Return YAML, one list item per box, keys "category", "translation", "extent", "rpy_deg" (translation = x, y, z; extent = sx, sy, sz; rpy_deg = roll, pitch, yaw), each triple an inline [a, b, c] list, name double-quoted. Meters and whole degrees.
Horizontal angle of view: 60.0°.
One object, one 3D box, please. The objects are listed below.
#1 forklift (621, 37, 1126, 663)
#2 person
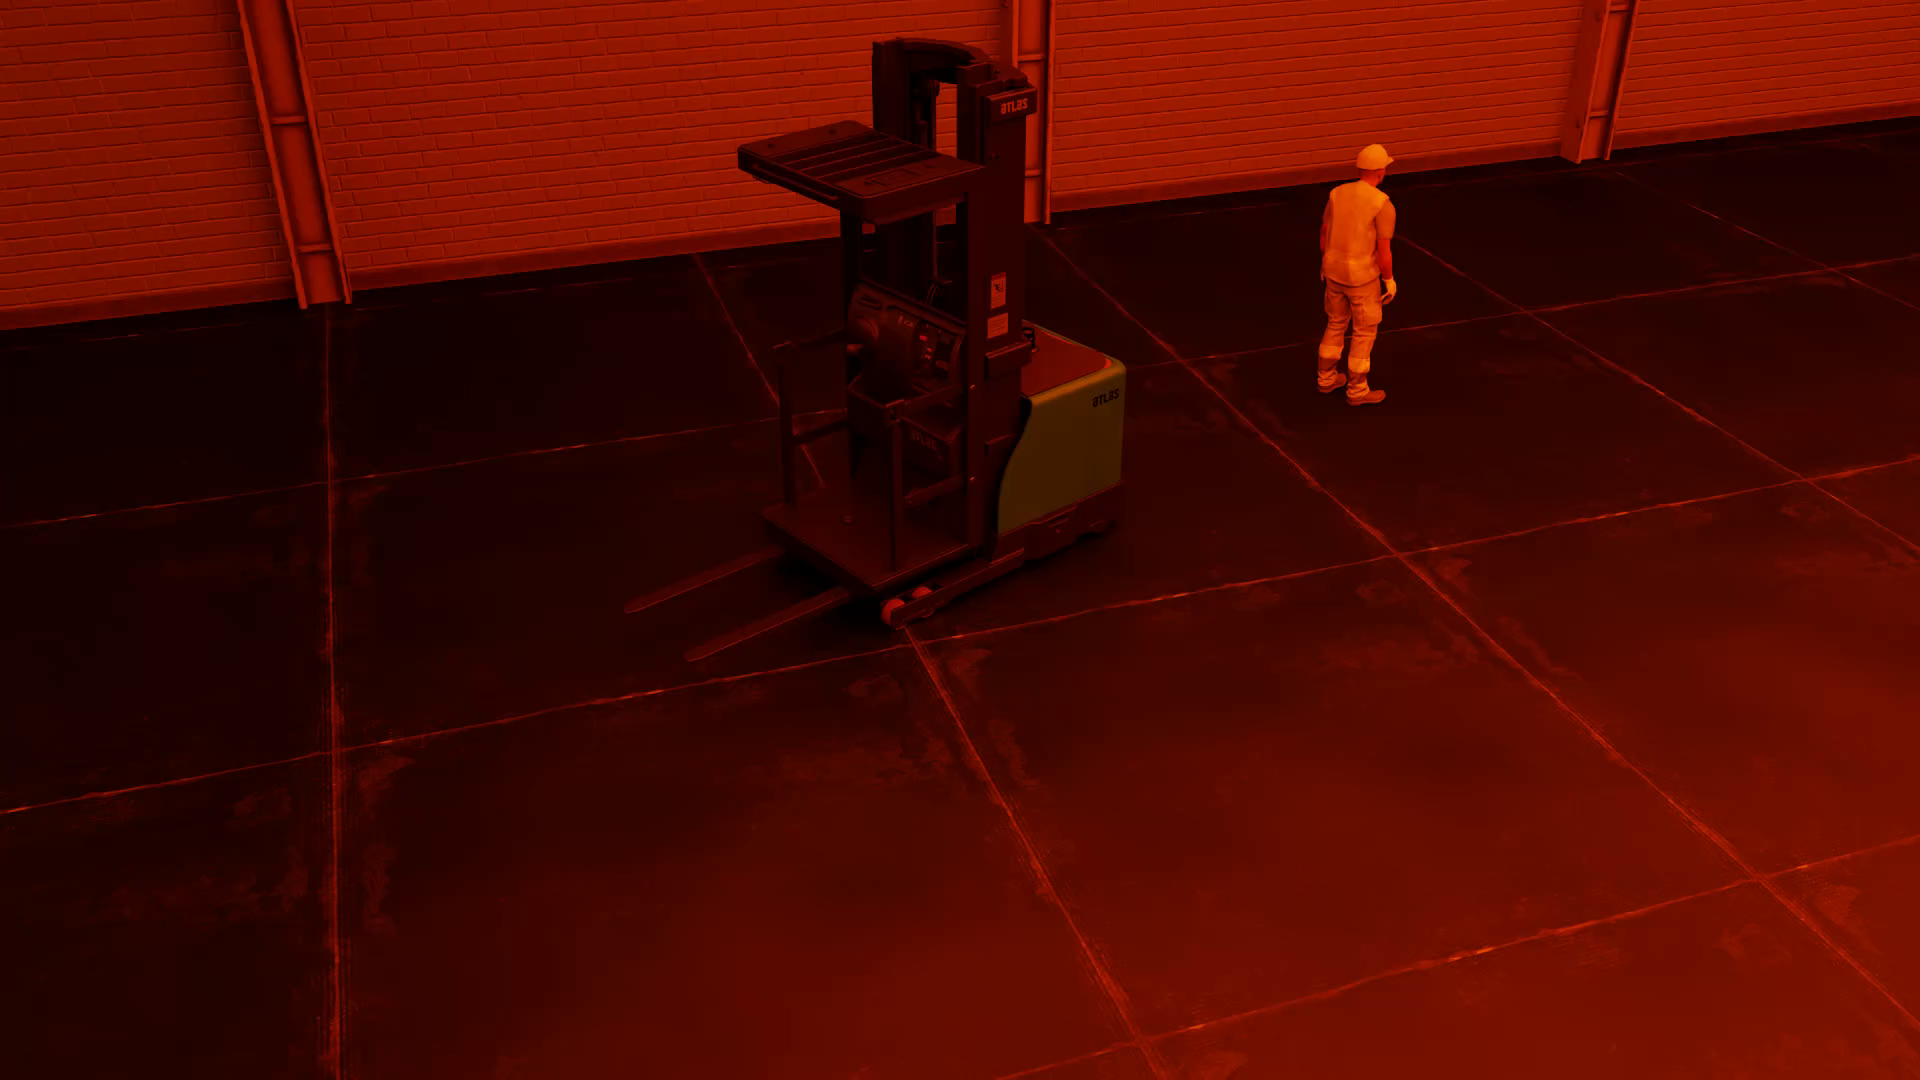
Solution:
- category: "forklift"
  translation: [-0.461, -1.072, 8.951]
  extent: [3.031, 2.935, 1.130]
  rpy_deg: [-23, 37, -34]
- category: "person"
  translation: [2.716, -1.818, 11.404]
  extent: [0.446, 1.780, 0.623]
  rpy_deg: [-21, 36, -32]
